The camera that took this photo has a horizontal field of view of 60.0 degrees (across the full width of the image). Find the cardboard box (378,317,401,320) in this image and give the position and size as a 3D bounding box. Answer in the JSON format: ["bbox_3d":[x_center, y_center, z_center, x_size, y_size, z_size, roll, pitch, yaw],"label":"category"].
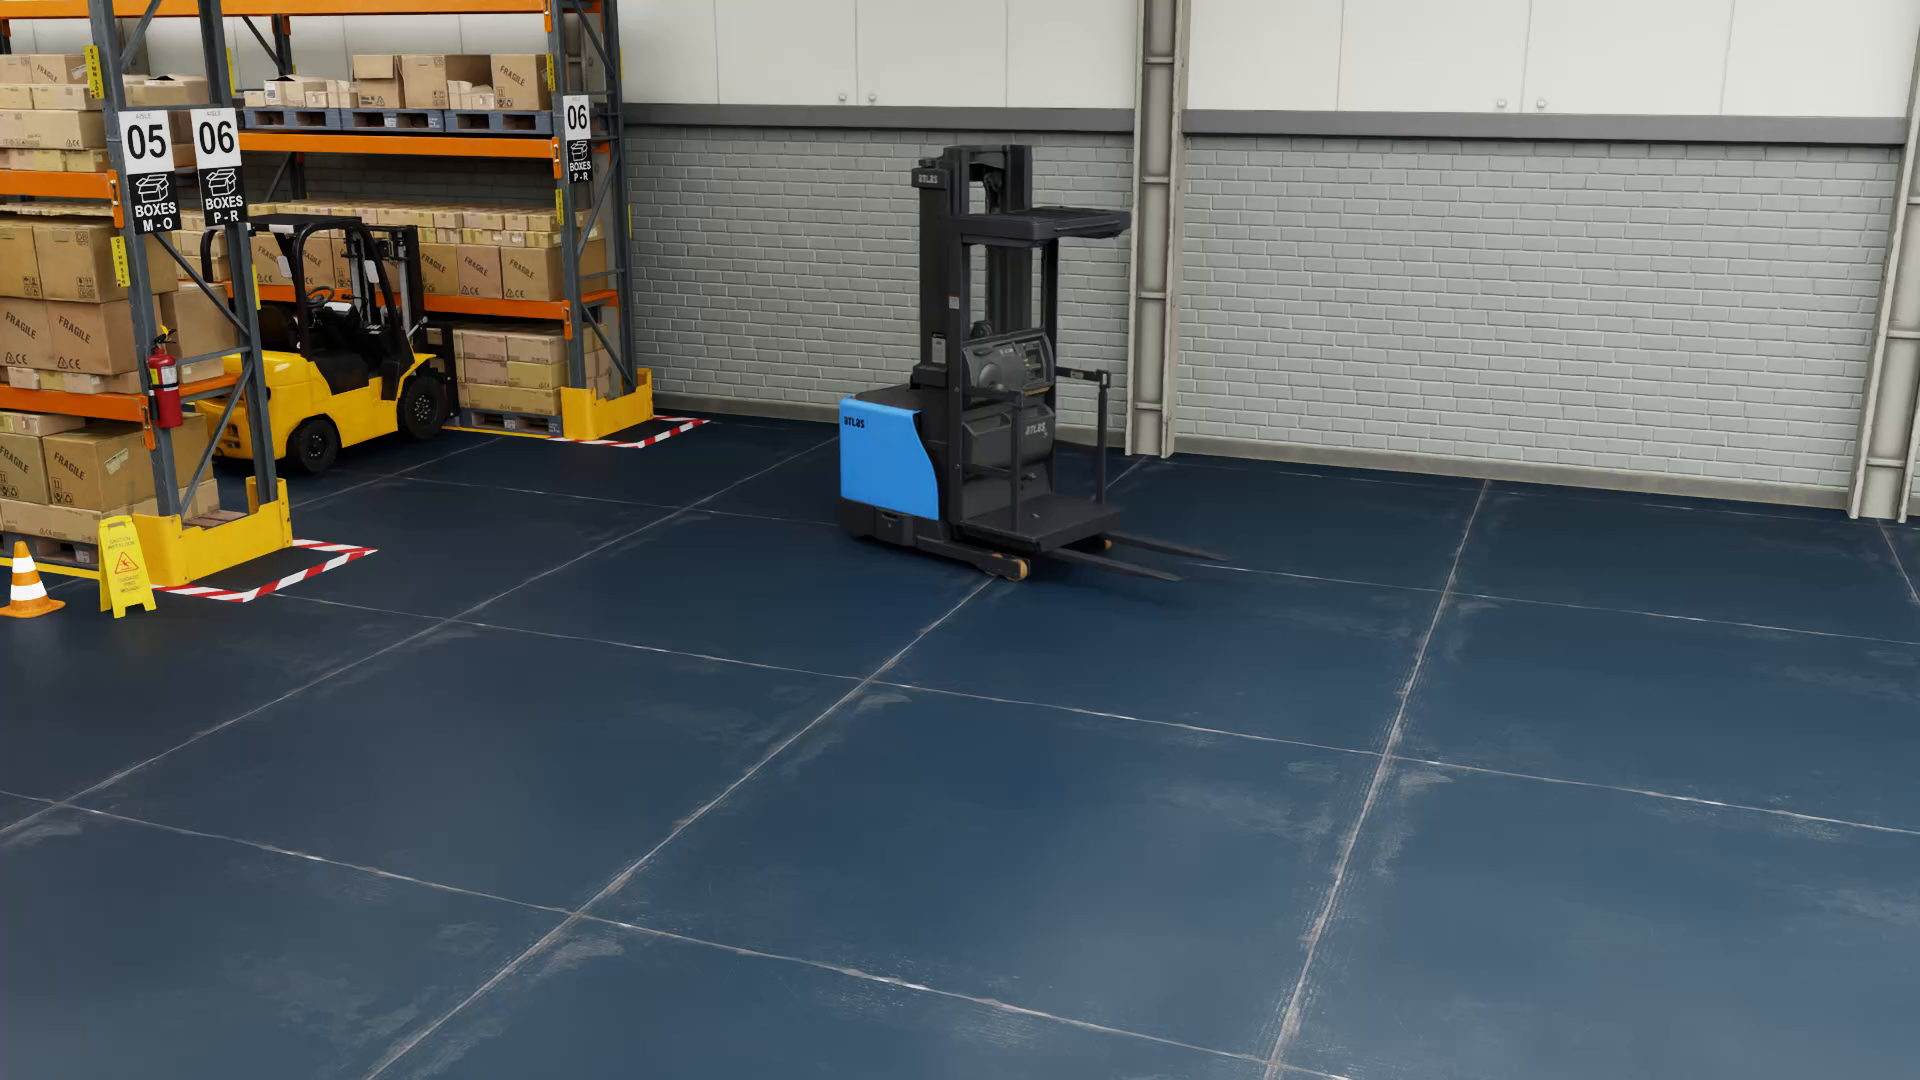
[{"bbox_3d":[-5.948,-2.095,16.896,0.500,0.250,0.500,7,18,23],"label":"cardboard box"}]

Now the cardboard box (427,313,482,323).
[{"bbox_3d":[-5.280,-2.176,17.176,0.500,0.250,0.500,6,17,20],"label":"cardboard box"}]

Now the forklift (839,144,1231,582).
[{"bbox_3d":[0.512,-1.275,11.809,3.031,2.935,1.130,14,21,40],"label":"forklift"}]

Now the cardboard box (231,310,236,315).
[{"bbox_3d":[-8.430,-2.161,18.243,0.625,0.625,0.875,6,17,20],"label":"cardboard box"}]

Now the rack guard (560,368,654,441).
[{"bbox_3d":[-3.478,-1.356,16.447,0.348,0.500,1.175,6,17,21],"label":"rack guard"}]

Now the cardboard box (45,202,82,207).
[{"bbox_3d":[-10.063,-3.716,18.749,0.250,0.149,0.380,6,17,21],"label":"cardboard box"}]

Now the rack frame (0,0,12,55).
[{"bbox_3d":[-10.942,-6.258,18.089,0.127,3.000,1.000,6,17,21],"label":"rack frame"}]

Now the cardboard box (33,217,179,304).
[{"bbox_3d":[-5.874,-1.937,11.461,0.500,0.500,0.700,6,17,19],"label":"cardboard box"}]

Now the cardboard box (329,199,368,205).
[{"bbox_3d":[-6.344,-3.456,17.321,0.250,0.149,0.380,6,17,20],"label":"cardboard box"}]

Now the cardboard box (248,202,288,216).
[{"bbox_3d":[-7.034,-3.361,16.993,0.250,0.149,0.380,7,17,22],"label":"cardboard box"}]

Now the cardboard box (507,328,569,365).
[{"bbox_3d":[-4.043,-1.886,16.176,0.500,0.250,0.500,7,18,22],"label":"cardboard box"}]

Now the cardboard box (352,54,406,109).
[{"bbox_3d":[-5.448,-4.481,16.230,0.637,0.503,0.797,7,18,22],"label":"cardboard box"}]

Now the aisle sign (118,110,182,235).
[{"bbox_3d":[-5.367,-2.438,11.027,0.004,0.787,0.394,6,17,21],"label":"aisle sign"}]

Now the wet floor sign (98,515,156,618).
[{"bbox_3d":[-5.534,0.157,10.976,0.232,0.644,0.267,14,21,40],"label":"wet floor sign"}]

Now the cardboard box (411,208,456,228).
[{"bbox_3d":[-5.135,-3.147,16.259,0.250,0.149,0.380,7,17,22],"label":"cardboard box"}]

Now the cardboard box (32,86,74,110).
[{"bbox_3d":[-5.967,-2.968,11.157,0.250,0.149,0.380,7,17,22],"label":"cardboard box"}]

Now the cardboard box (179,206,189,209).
[{"bbox_3d":[-8.636,-3.563,18.224,0.250,0.149,0.380,6,17,20],"label":"cardboard box"}]

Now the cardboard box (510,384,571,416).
[{"bbox_3d":[-4.053,-1.406,16.315,0.500,0.250,0.500,6,17,21],"label":"cardboard box"}]

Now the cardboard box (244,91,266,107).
[{"bbox_3d":[-6.915,-4.413,16.631,0.250,0.149,0.380,7,17,22],"label":"cardboard box"}]

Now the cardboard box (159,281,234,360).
[{"bbox_3d":[-5.657,-1.582,12.030,0.500,0.500,0.500,6,17,20],"label":"cardboard box"}]

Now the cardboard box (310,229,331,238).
[{"bbox_3d":[-6.325,-3.136,16.754,0.250,0.149,0.380,7,17,22],"label":"cardboard box"}]

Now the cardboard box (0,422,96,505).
[{"bbox_3d":[-6.646,-0.579,12.121,0.500,0.500,0.500,7,18,23],"label":"cardboard box"}]

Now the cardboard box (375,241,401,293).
[{"bbox_3d":[-5.482,-2.745,16.570,0.500,0.500,0.500,6,17,21],"label":"cardboard box"}]

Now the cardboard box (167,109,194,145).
[{"bbox_3d":[-5.688,-2.903,11.647,0.500,0.250,0.500,6,17,20],"label":"cardboard box"}]

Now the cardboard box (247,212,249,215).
[{"bbox_3d":[-7.470,-3.419,17.727,0.250,0.149,0.380,6,17,19],"label":"cardboard box"}]

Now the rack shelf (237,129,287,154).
[{"bbox_3d":[-9.082,-4.267,17.903,4.000,0.370,1.077,6,17,21],"label":"rack shelf"}]

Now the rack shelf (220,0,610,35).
[{"bbox_3d":[-5.361,-5.107,16.131,4.000,0.370,1.077,6,17,21],"label":"rack shelf"}]

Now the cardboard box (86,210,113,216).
[{"bbox_3d":[-9.095,-3.435,17.782,0.250,0.149,0.380,6,17,19],"label":"cardboard box"}]

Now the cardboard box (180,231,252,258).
[{"bbox_3d":[-7.772,-3.120,17.412,0.500,0.250,0.500,6,17,19],"label":"cardboard box"}]

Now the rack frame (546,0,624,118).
[{"bbox_3d":[-3.500,-5.440,15.270,0.127,3.000,1.000,6,17,21],"label":"rack frame"}]

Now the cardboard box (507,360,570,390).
[{"bbox_3d":[-4.068,-1.649,16.254,0.500,0.250,0.500,6,17,20],"label":"cardboard box"}]

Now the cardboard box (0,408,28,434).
[{"bbox_3d":[-6.758,-0.885,12.011,0.250,0.149,0.380,7,17,22],"label":"cardboard box"}]

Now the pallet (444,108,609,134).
[{"bbox_3d":[-4.149,-4.036,15.973,1.213,0.211,1.003,6,17,21],"label":"pallet"}]

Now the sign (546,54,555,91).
[{"bbox_3d":[-3.712,-4.247,15.096,0.005,0.325,0.100,6,17,21],"label":"sign"}]

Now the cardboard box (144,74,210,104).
[{"bbox_3d":[-7.984,-4.626,17.075,0.500,0.311,0.500,6,17,19],"label":"cardboard box"}]

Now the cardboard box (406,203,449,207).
[{"bbox_3d":[-5.410,-3.342,16.930,0.250,0.149,0.380,7,18,22],"label":"cardboard box"}]

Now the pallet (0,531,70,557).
[{"bbox_3d":[-7.263,-0.157,12.836,1.213,0.211,1.003,6,17,21],"label":"pallet"}]

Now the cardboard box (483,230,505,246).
[{"bbox_3d":[-4.393,-2.942,16.084,0.250,0.149,0.380,7,17,22],"label":"cardboard box"}]

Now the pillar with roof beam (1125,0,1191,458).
[{"bbox_3d":[0.184,-4.014,10.360,0.400,9.000,9.100,6,17,21],"label":"pillar with roof beam"}]

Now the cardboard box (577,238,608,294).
[{"bbox_3d":[-3.859,-2.729,16.515,0.500,0.500,0.500,7,18,22],"label":"cardboard box"}]

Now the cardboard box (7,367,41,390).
[{"bbox_3d":[-6.502,-1.180,11.810,0.250,0.149,0.380,7,17,22],"label":"cardboard box"}]

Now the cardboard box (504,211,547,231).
[{"bbox_3d":[-4.152,-3.060,15.958,0.250,0.149,0.380,6,17,21],"label":"cardboard box"}]

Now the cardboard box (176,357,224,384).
[{"bbox_3d":[-5.558,-1.239,12.010,0.250,0.149,0.380,6,17,21],"label":"cardboard box"}]

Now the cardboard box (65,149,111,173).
[{"bbox_3d":[-5.753,-2.555,11.163,0.250,0.149,0.380,6,17,21],"label":"cardboard box"}]

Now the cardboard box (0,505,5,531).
[{"bbox_3d":[-7.137,-0.272,12.409,0.500,0.250,0.500,6,17,19],"label":"cardboard box"}]

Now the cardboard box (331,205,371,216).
[{"bbox_3d":[-6.064,-3.261,16.650,0.250,0.149,0.380,6,17,20],"label":"cardboard box"}]

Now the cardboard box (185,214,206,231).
[{"bbox_3d":[-7.867,-3.326,17.408,0.250,0.149,0.380,6,17,20],"label":"cardboard box"}]

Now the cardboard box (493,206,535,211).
[{"bbox_3d":[-4.441,-3.239,16.573,0.250,0.149,0.380,6,17,21],"label":"cardboard box"}]

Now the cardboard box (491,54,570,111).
[{"bbox_3d":[-4.002,-4.279,15.540,0.500,0.500,0.500,7,18,22],"label":"cardboard box"}]

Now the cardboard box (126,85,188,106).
[{"bbox_3d":[-5.574,-3.063,11.484,0.250,0.149,0.380,6,17,20],"label":"cardboard box"}]

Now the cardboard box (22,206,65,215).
[{"bbox_3d":[-10.009,-3.557,18.204,0.250,0.149,0.380,6,17,21],"label":"cardboard box"}]

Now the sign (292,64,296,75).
[{"bbox_3d":[-7.019,-4.839,17.511,0.005,0.325,0.100,6,17,21],"label":"sign"}]
